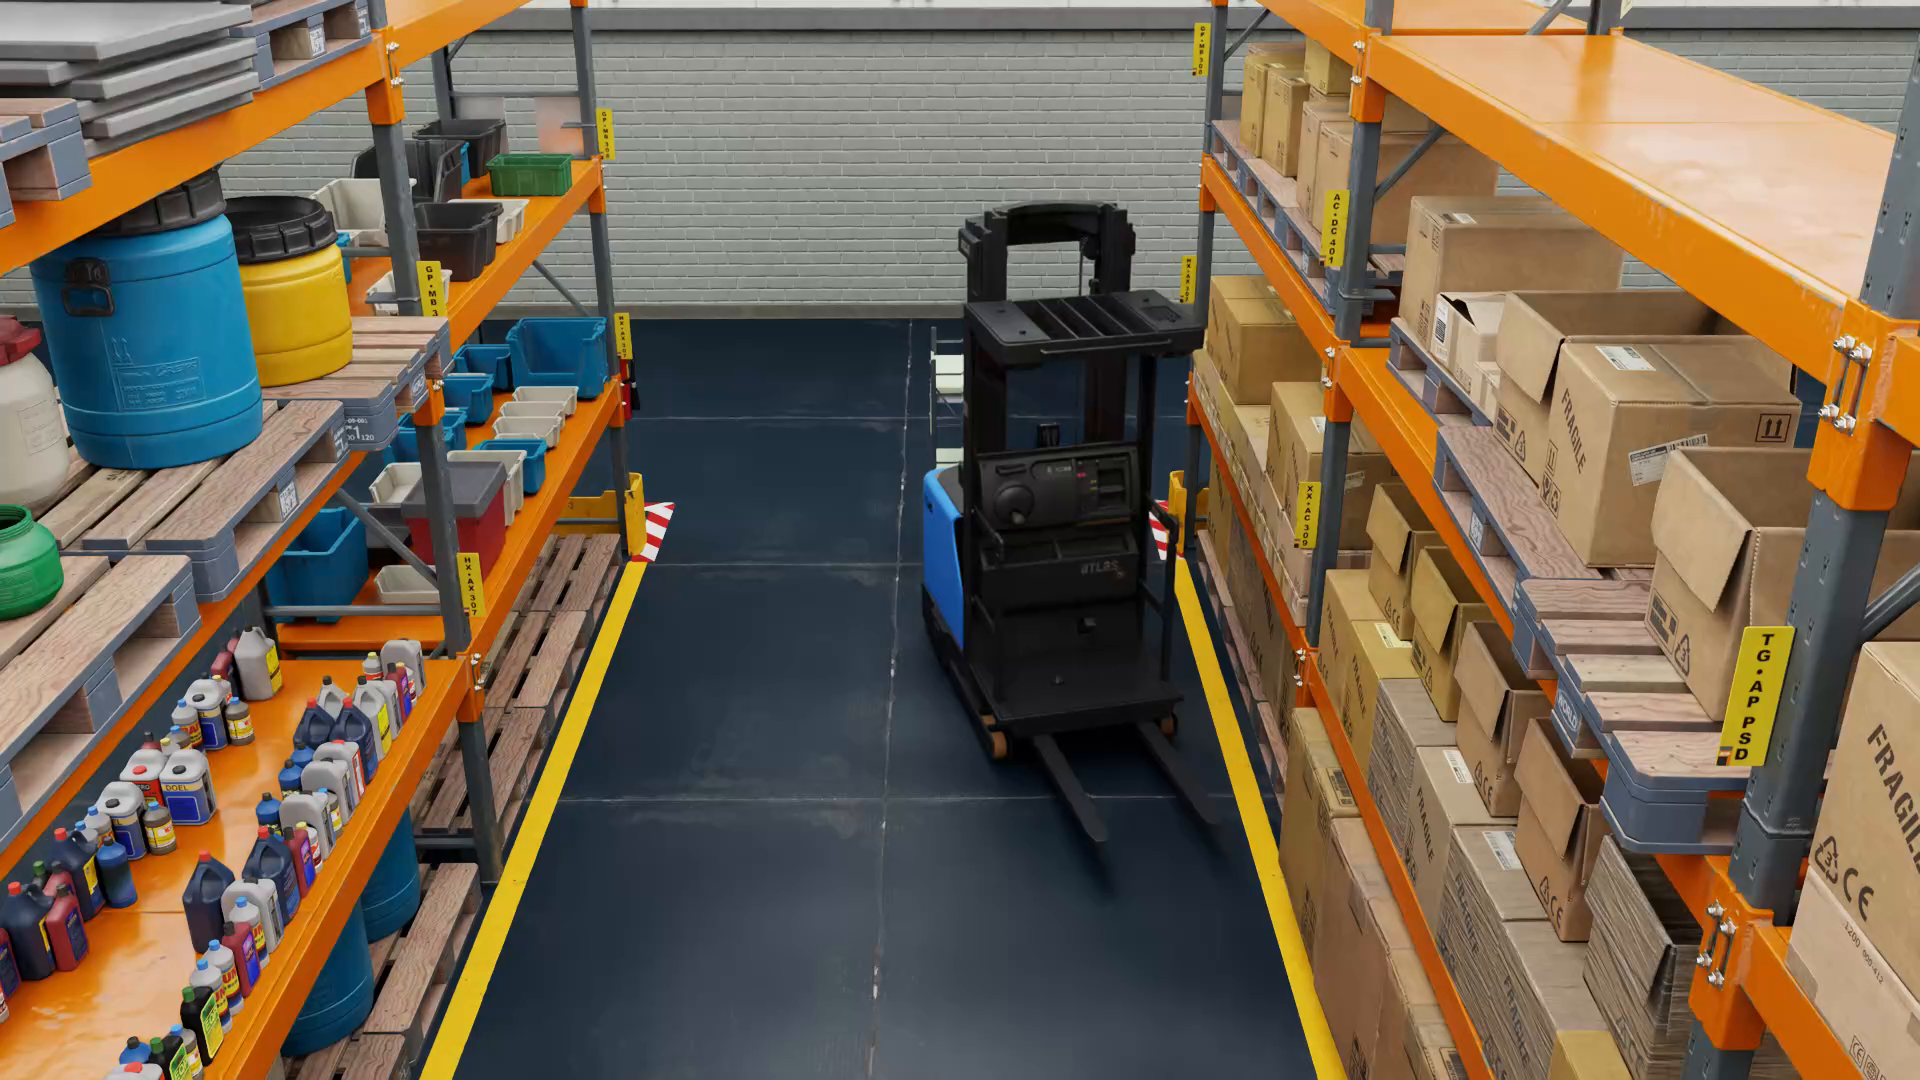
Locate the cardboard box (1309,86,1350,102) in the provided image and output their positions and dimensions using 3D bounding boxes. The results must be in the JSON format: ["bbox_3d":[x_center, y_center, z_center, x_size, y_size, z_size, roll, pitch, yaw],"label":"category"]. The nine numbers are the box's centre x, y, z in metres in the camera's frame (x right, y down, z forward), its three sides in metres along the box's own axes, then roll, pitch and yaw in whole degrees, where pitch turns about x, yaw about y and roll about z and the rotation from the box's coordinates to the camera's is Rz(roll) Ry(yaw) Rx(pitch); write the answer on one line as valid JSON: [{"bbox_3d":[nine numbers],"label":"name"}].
[{"bbox_3d":[2.208,-2.094,8.732,0.700,0.500,0.500,1,24,2],"label":"cardboard box"}]

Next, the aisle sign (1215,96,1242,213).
[{"bbox_3d":[1.798,-2.546,10.969,0.394,0.787,0.004,0,24,-1],"label":"aisle sign"}]

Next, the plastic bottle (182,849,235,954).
[{"bbox_3d":[-2.612,1.247,5.797,0.144,0.351,0.185,0,24,-1],"label":"plastic bottle"}]

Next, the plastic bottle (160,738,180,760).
[{"bbox_3d":[-3.207,0.899,6.747,0.097,0.201,0.097,0,24,0],"label":"plastic bottle"}]

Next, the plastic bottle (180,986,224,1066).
[{"bbox_3d":[-2.412,1.517,5.280,0.061,0.283,0.133,0,24,-1],"label":"plastic bottle"}]

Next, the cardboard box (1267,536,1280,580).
[{"bbox_3d":[1.806,0.093,8.592,0.380,0.149,0.250,-1,24,-1],"label":"cardboard box"}]

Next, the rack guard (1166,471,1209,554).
[{"bbox_3d":[2.098,-0.205,11.979,1.175,0.500,0.348,0,24,-1],"label":"rack guard"}]

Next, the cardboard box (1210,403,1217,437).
[{"bbox_3d":[1.784,-0.753,10.462,0.380,0.149,0.250,-1,24,-1],"label":"cardboard box"}]

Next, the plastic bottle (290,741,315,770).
[{"bbox_3d":[-2.598,0.923,6.609,0.097,0.271,0.097,0,24,0],"label":"plastic bottle"}]

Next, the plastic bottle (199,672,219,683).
[{"bbox_3d":[-3.211,0.691,7.121,0.097,0.271,0.097,0,24,0],"label":"plastic bottle"}]

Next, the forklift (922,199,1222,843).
[{"bbox_3d":[0.621,-0.268,9.169,1.130,2.935,3.031,-6,25,-13],"label":"forklift"}]

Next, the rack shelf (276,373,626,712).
[{"bbox_3d":[-2.832,-0.159,9.719,1.077,0.370,4.000,0,24,-1],"label":"rack shelf"}]

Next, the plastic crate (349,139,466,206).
[{"bbox_3d":[-3.112,-2.019,9.393,0.504,0.338,0.767,0,24,-1],"label":"plastic crate"}]

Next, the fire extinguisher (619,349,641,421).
[{"bbox_3d":[-2.401,-1.170,11.628,0.296,0.674,0.183,0,24,-1],"label":"fire extinguisher"}]

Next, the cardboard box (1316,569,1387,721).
[{"bbox_3d":[1.897,0.460,7.355,0.500,0.500,0.500,0,24,0],"label":"cardboard box"}]

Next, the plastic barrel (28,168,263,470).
[{"bbox_3d":[-2.639,-0.747,5.387,0.600,0.901,0.708,0,24,-1],"label":"plastic barrel"}]

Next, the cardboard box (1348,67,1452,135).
[{"bbox_3d":[2.138,-2.064,7.754,0.500,0.250,0.500,-2,24,-4],"label":"cardboard box"}]

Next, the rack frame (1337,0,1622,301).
[{"bbox_3d":[2.142,-2.419,6.561,1.000,3.000,0.127,0,24,-1],"label":"rack frame"}]

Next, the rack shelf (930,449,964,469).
[{"bbox_3d":[0.000,-0.384,11.953,0.431,0.370,0.720,0,24,-1],"label":"rack shelf"}]

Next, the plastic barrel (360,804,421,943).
[{"bbox_3d":[-2.822,1.326,7.598,0.600,0.901,0.708,0,24,-1],"label":"plastic barrel"}]

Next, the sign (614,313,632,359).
[{"bbox_3d":[-2.304,-1.395,11.379,0.100,0.325,0.005,0,24,-1],"label":"sign"}]

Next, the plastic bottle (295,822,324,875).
[{"bbox_3d":[-2.441,1.145,6.202,0.097,0.201,0.097,0,24,0],"label":"plastic bottle"}]

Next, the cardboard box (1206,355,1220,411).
[{"bbox_3d":[1.846,-0.988,10.498,0.500,0.250,0.500,-1,24,-1],"label":"cardboard box"}]

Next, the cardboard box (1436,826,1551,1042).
[{"bbox_3d":[1.924,1.296,5.507,0.500,0.500,0.500,-1,24,-2],"label":"cardboard box"}]

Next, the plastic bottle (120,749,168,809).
[{"bbox_3d":[-3.176,0.967,6.505,0.152,0.276,0.135,0,24,-1],"label":"plastic bottle"}]

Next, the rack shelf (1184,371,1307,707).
[{"bbox_3d":[2.120,-0.182,9.768,1.077,0.370,4.000,0,24,-1],"label":"rack shelf"}]

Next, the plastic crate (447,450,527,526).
[{"bbox_3d":[-2.643,-0.266,9.154,0.437,0.282,0.530,0,24,-1],"label":"plastic crate"}]

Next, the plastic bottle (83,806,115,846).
[{"bbox_3d":[-3.200,1.113,6.189,0.097,0.271,0.097,0,24,0],"label":"plastic bottle"}]

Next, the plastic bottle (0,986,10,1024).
[{"bbox_3d":[-3.191,1.487,5.446,0.097,0.201,0.097,0,24,0],"label":"plastic bottle"}]

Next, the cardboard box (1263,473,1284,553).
[{"bbox_3d":[1.867,-0.147,8.638,0.500,0.250,0.500,0,24,1],"label":"cardboard box"}]

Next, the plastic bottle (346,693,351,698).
[{"bbox_3d":[-2.604,0.747,7.082,0.097,0.201,0.097,0,24,0],"label":"plastic bottle"}]

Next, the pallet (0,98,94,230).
[{"bbox_3d":[-2.744,-0.777,3.647,1.213,0.211,1.003,0,24,-1],"label":"pallet"}]

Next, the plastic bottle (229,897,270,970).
[{"bbox_3d":[-2.435,1.340,5.686,0.097,0.271,0.097,0,24,0],"label":"plastic bottle"}]

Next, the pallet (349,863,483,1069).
[{"bbox_3d":[-2.844,1.926,7.620,1.003,0.211,1.213,0,24,-1],"label":"pallet"}]

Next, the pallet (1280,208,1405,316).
[{"bbox_3d":[2.144,-1.349,7.943,1.003,0.211,1.213,0,24,-1],"label":"pallet"}]

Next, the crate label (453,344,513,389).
[{"bbox_3d":[-3.181,-1.159,11.187,0.416,0.233,0.303,0,24,-1],"label":"crate label"}]

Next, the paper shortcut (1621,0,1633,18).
[{"bbox_3d":[1.646,-1.376,4.086,0.009,0.170,0.078,9,-7,-5],"label":"paper shortcut"}]

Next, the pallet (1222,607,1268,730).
[{"bbox_3d":[2.196,0.768,10.180,1.003,0.211,1.213,0,24,-1],"label":"pallet"}]

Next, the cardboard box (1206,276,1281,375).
[{"bbox_3d":[1.839,-1.337,10.362,0.500,0.500,0.500,-1,24,-2],"label":"cardboard box"}]

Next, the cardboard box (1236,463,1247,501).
[{"bbox_3d":[1.795,-0.330,9.527,0.380,0.149,0.250,0,24,0],"label":"cardboard box"}]

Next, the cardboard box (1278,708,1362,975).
[{"bbox_3d":[2.169,1.355,7.566,1.225,0.875,0.875,0,24,0],"label":"cardboard box"}]

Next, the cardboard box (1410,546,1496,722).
[{"bbox_3d":[2.153,0.358,6.363,0.797,0.503,0.637,0,24,0],"label":"cardboard box"}]

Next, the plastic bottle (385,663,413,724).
[{"bbox_3d":[-2.435,0.646,7.206,0.061,0.283,0.133,0,24,-1],"label":"plastic bottle"}]

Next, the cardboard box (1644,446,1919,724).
[{"bbox_3d":[2.107,0.107,3.982,0.797,0.503,0.637,1,24,3],"label":"cardboard box"}]

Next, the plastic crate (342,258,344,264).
[{"bbox_3d":[-3.117,-1.106,7.557,0.450,0.188,0.662,0,24,-1],"label":"plastic crate"}]

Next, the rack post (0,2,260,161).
[{"bbox_3d":[-2.661,-1.335,4.772,0.937,0.300,0.954,2,24,5],"label":"rack post"}]

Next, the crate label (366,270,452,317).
[{"bbox_3d":[-2.527,-1.113,7.633,0.293,0.136,0.466,0,24,-1],"label":"crate label"}]

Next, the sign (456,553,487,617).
[{"bbox_3d":[-2.261,0.209,7.695,0.100,0.325,0.005,0,24,-1],"label":"sign"}]

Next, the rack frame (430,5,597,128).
[{"bbox_3d":[-2.854,-4.045,10.157,1.000,3.000,0.127,0,24,-1],"label":"rack frame"}]

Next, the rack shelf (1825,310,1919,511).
[{"bbox_3d":[2.208,0.564,1.326,1.077,0.370,4.000,0,24,-1],"label":"rack shelf"}]

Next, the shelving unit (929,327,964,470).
[{"bbox_3d":[0.000,-0.681,11.818,0.431,1.500,0.755,0,24,-1],"label":"shelving unit"}]

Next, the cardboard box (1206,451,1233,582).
[{"bbox_3d":[2.185,-0.294,11.211,0.875,0.875,0.875,0,24,-1],"label":"cardboard box"}]

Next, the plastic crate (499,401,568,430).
[{"bbox_3d":[-2.676,-0.764,10.429,0.396,0.136,0.243,0,24,-1],"label":"plastic crate"}]

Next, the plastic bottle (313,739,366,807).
[{"bbox_3d":[-2.474,0.913,6.626,0.152,0.276,0.135,0,24,-1],"label":"plastic bottle"}]

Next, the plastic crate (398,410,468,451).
[{"bbox_3d":[-3.166,-0.617,9.987,0.416,0.233,0.300,0,24,-1],"label":"plastic crate"}]

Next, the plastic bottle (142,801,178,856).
[{"bbox_3d":[-3.049,1.089,6.327,0.097,0.201,0.097,0,24,0],"label":"plastic bottle"}]

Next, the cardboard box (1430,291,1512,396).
[{"bbox_3d":[2.064,-0.750,6.111,0.500,0.311,0.500,-1,24,-2],"label":"cardboard box"}]

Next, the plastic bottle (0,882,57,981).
[{"bbox_3d":[-3.171,1.306,5.665,0.144,0.351,0.185,0,24,-1],"label":"plastic bottle"}]
